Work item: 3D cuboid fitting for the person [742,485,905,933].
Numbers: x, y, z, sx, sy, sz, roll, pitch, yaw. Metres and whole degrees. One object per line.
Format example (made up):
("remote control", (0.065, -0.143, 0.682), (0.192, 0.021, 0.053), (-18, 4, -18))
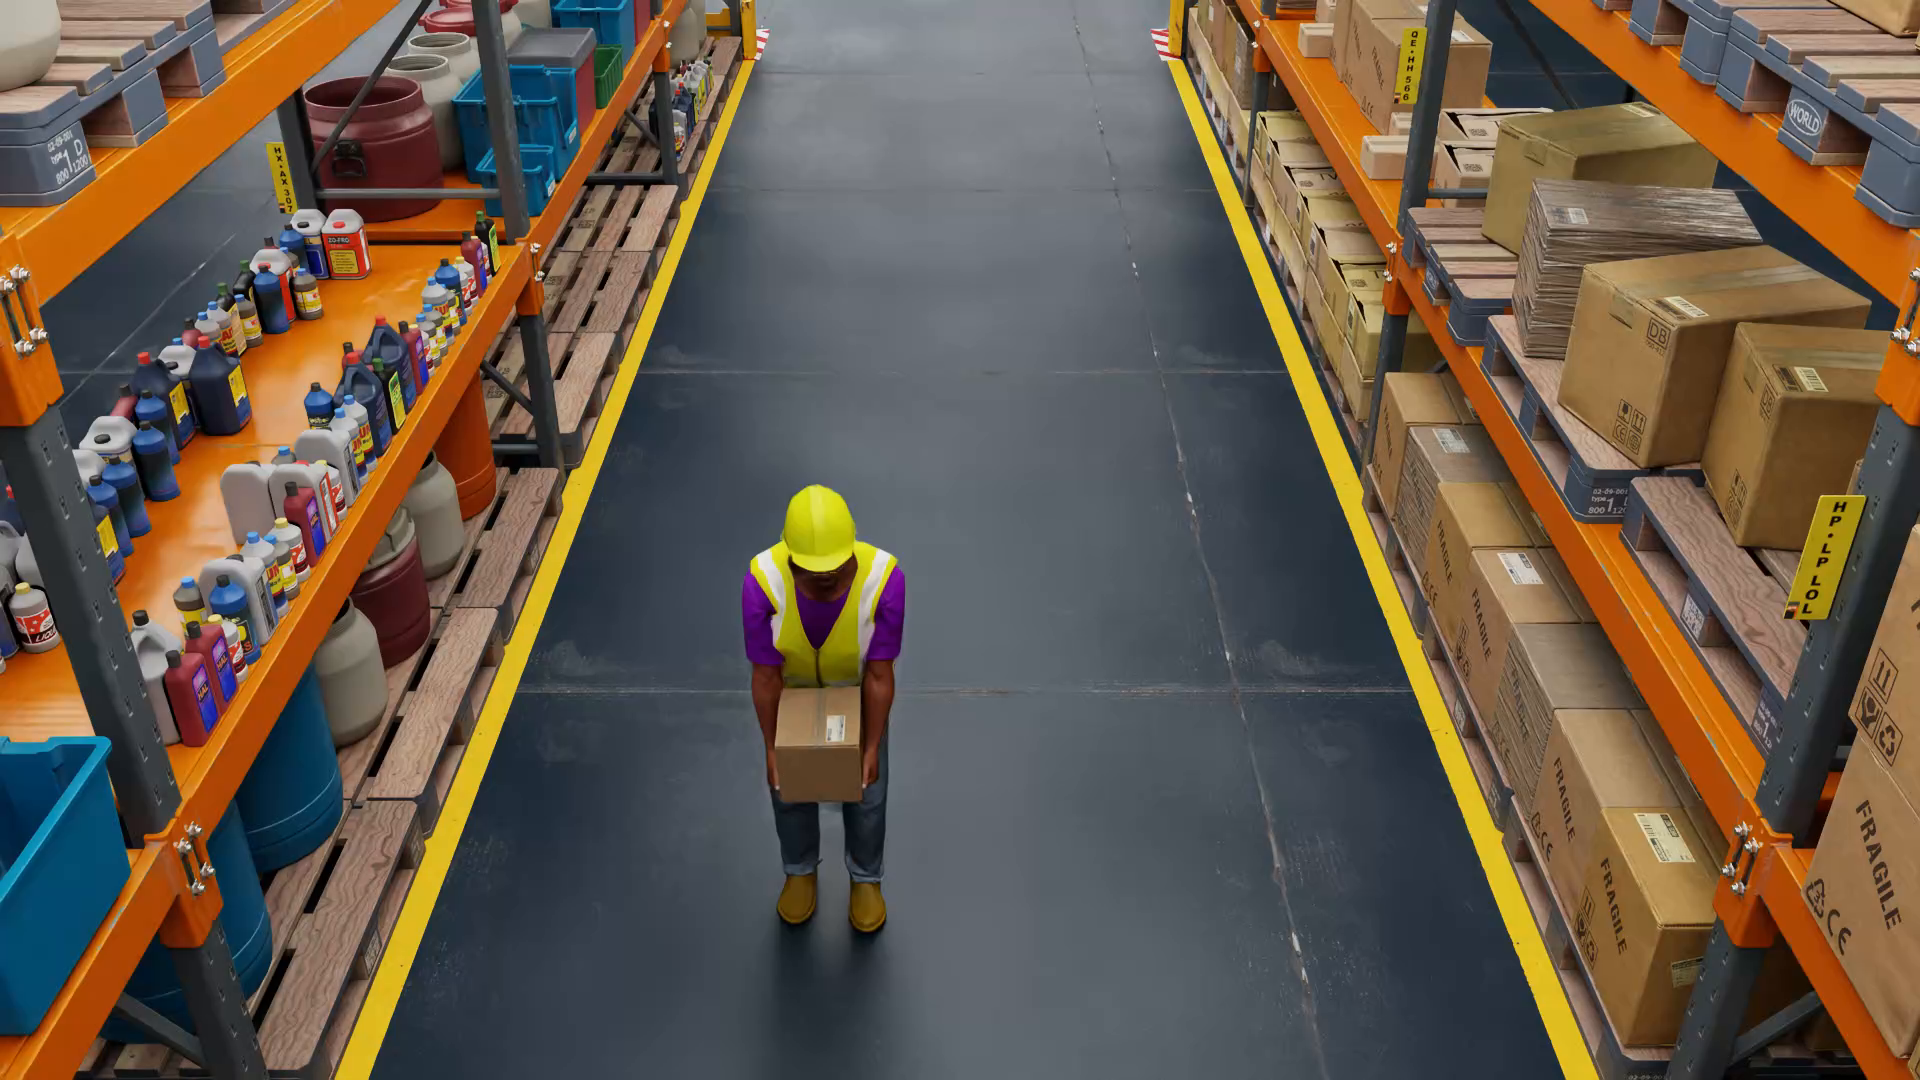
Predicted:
("person", (-0.412, 0.540, 5.269), (0.493, 1.718, 0.612), (-1, 31, -1))
